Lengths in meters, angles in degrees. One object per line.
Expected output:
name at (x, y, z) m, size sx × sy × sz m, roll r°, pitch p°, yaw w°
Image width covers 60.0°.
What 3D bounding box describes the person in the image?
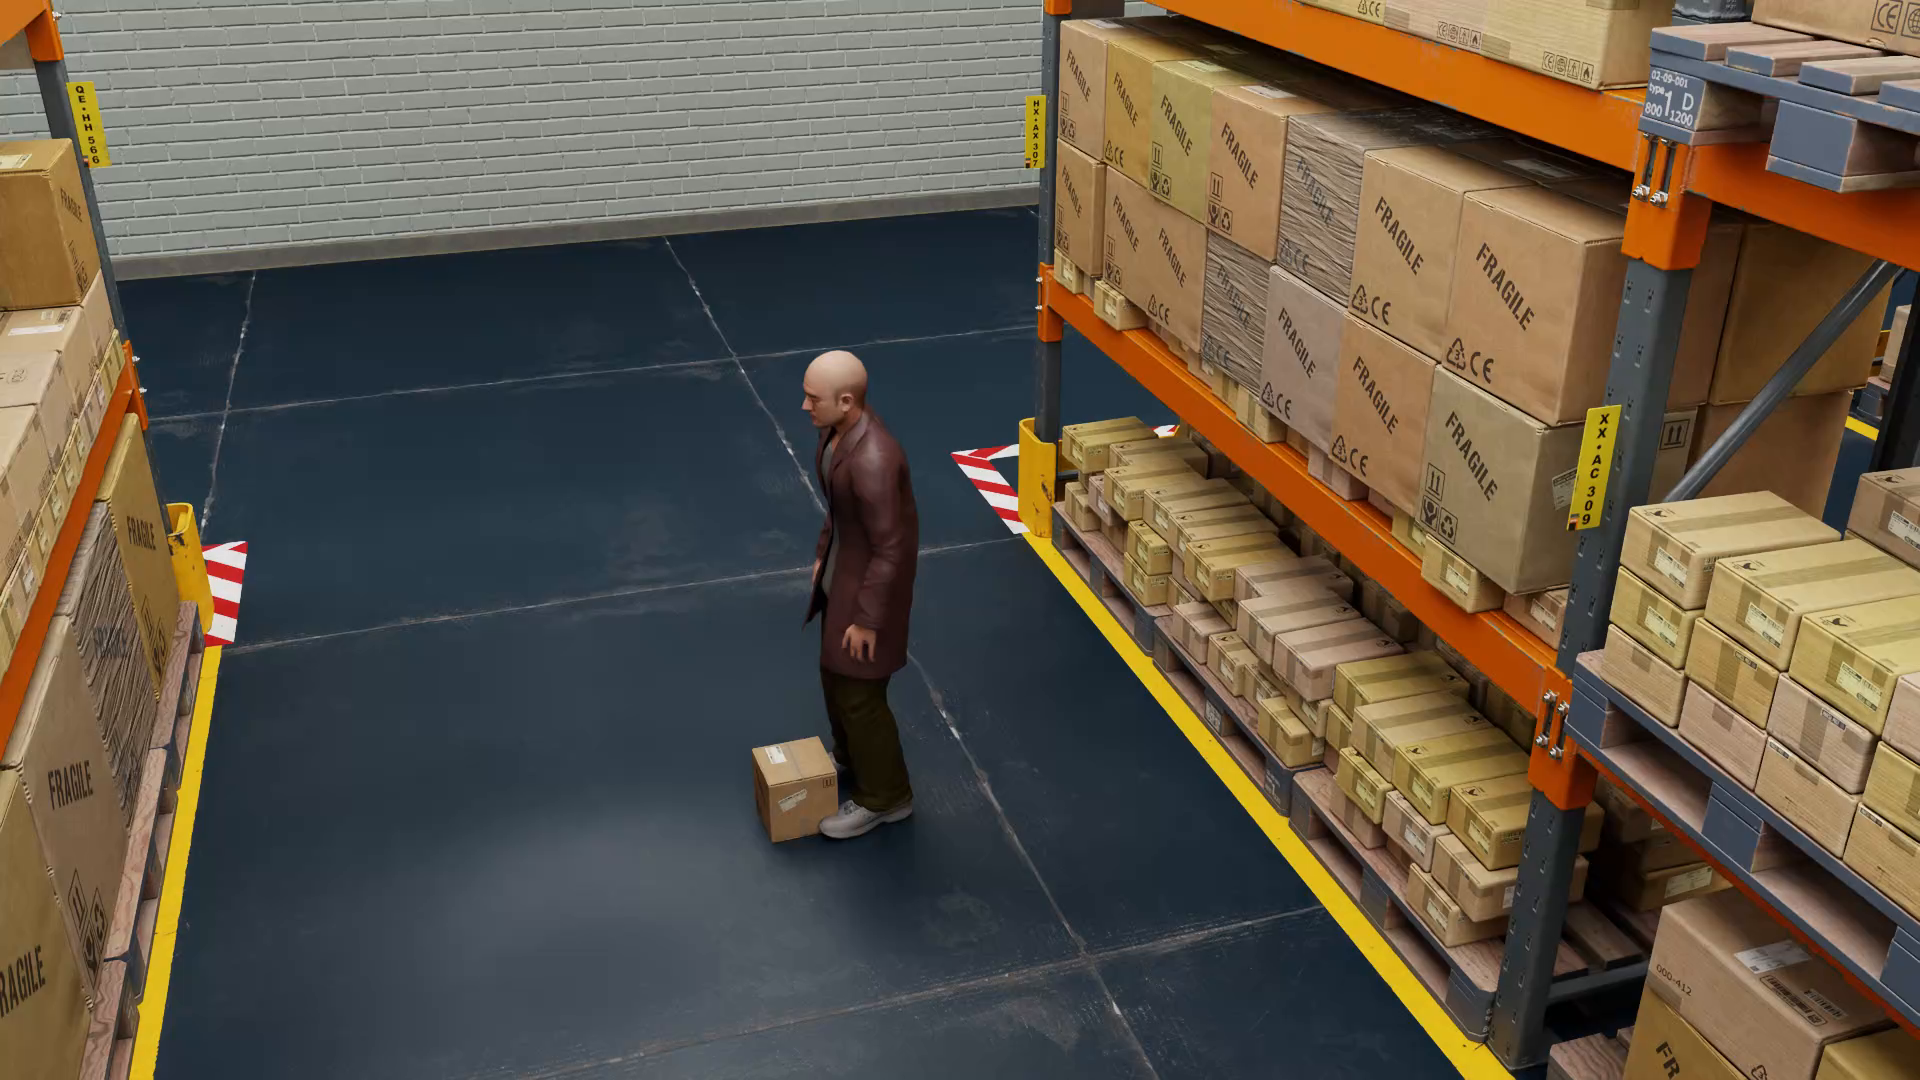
person at (-0.363, 0.179, 5.762) m, size 0.425 × 1.774 × 0.644 m, roll -8°, pitch 27°, yaw -16°
